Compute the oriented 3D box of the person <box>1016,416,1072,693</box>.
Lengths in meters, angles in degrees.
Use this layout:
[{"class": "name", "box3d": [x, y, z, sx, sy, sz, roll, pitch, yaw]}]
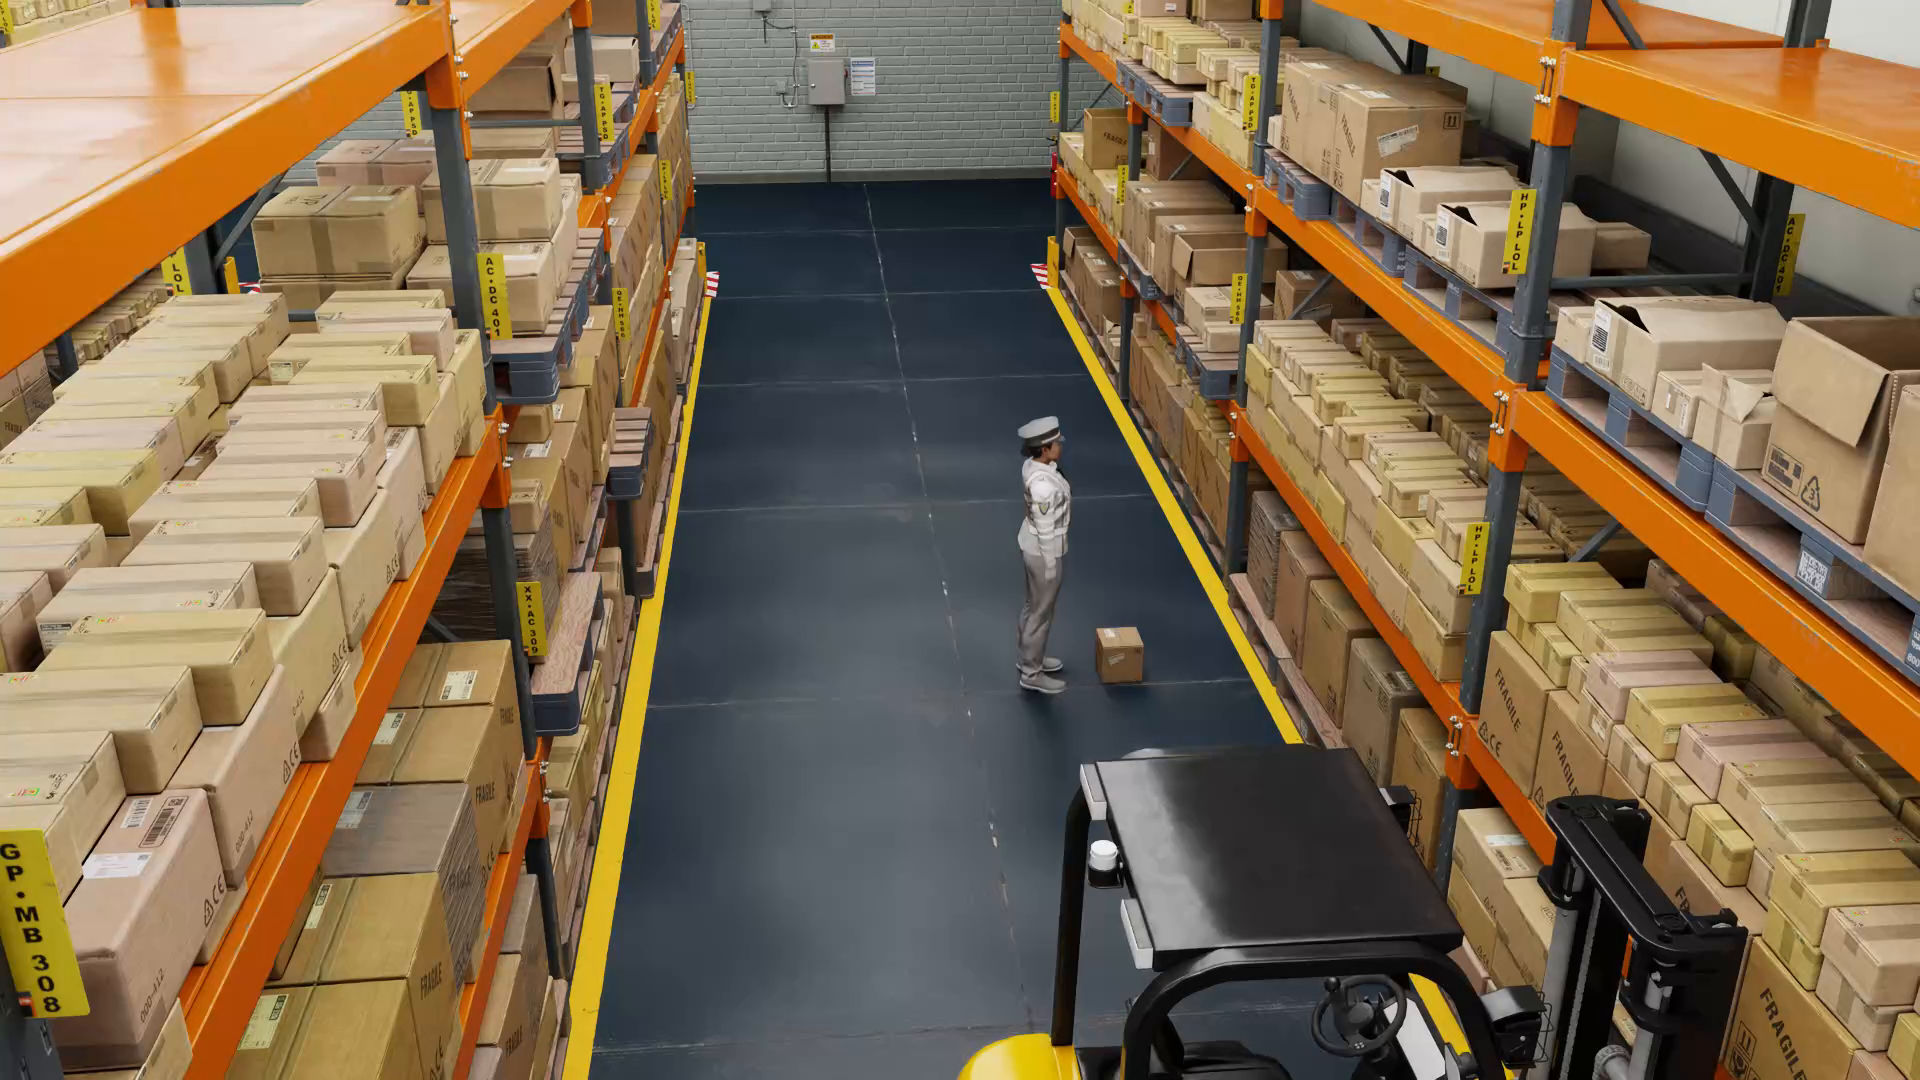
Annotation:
[{"class": "person", "box3d": [0.504, 0.078, 9.919, 0.344, 1.691, 0.467, -2, 24, -4]}]
